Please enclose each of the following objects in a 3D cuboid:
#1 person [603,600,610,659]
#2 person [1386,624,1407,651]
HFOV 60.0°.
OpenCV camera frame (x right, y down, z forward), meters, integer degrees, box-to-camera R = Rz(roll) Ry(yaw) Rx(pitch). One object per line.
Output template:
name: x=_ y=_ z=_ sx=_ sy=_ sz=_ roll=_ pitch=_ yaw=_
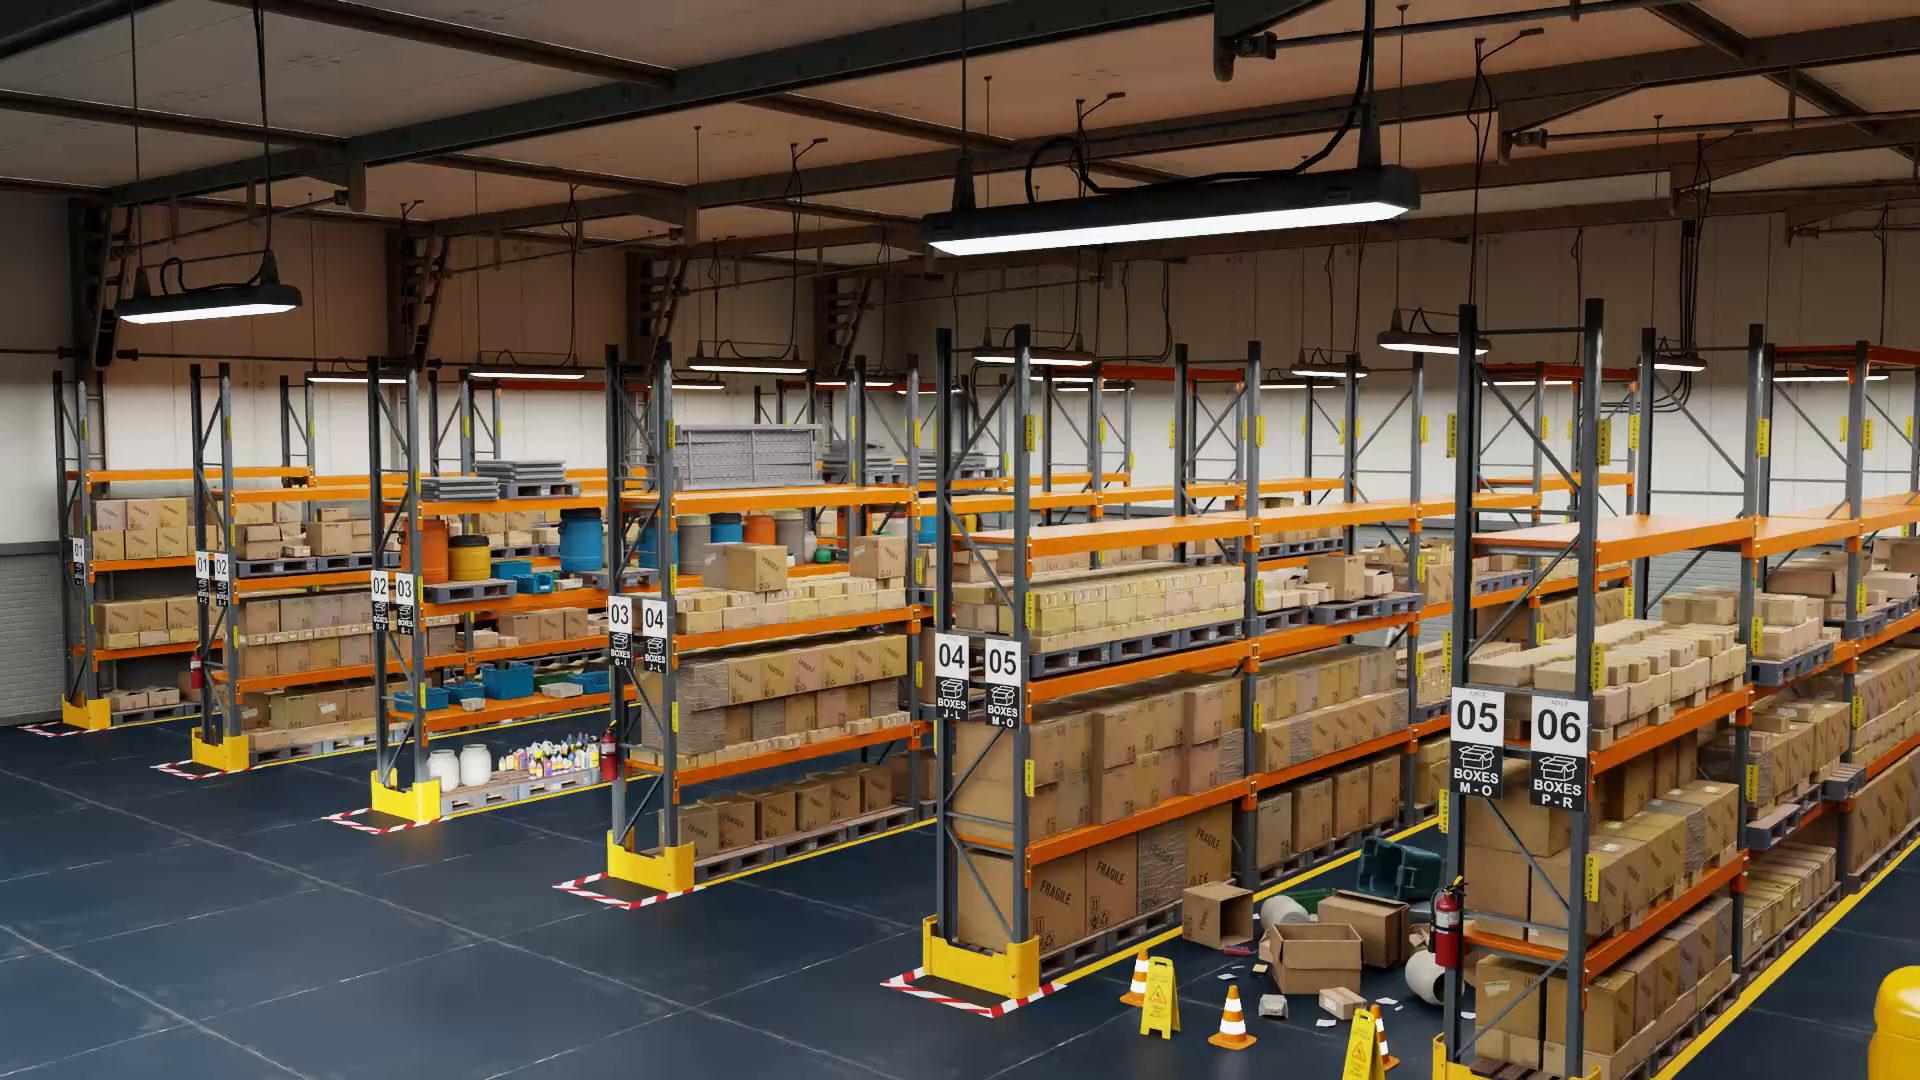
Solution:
person: x=-6.945 y=1.958 z=33.120 sx=0.591 sy=1.629 sz=0.577 roll=4 pitch=6 yaw=42
person: x=8.135 y=2.157 z=30.740 sx=0.560 sy=1.567 sz=0.725 roll=-2 pitch=5 yaw=-24
